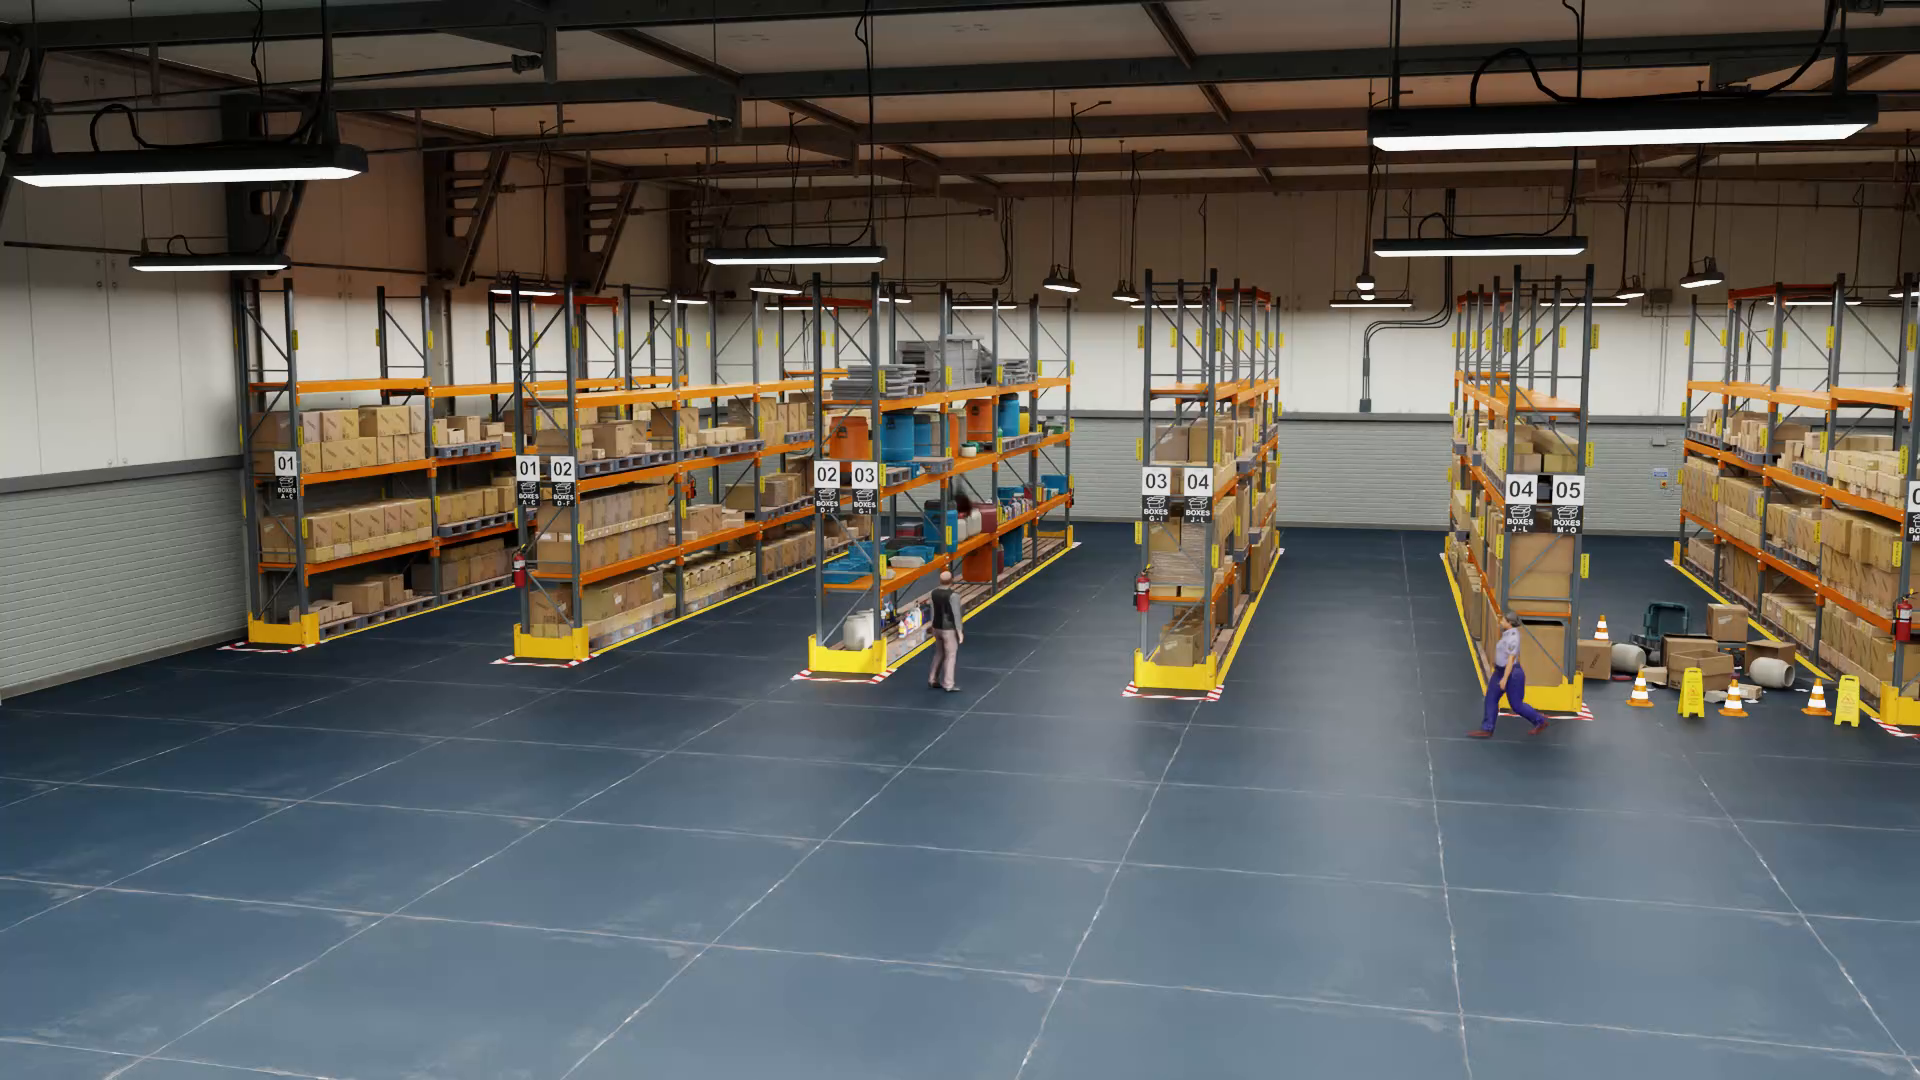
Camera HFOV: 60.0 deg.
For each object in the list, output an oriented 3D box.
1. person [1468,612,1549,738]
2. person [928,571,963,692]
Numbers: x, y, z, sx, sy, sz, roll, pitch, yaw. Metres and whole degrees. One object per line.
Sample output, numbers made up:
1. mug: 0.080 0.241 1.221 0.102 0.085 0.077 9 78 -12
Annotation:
1. person: 6.926 1.701 20.891 0.926 1.617 0.468 -1 7 -8
2. person: -0.180 1.319 23.800 0.414 1.765 0.604 -5 8 -33
